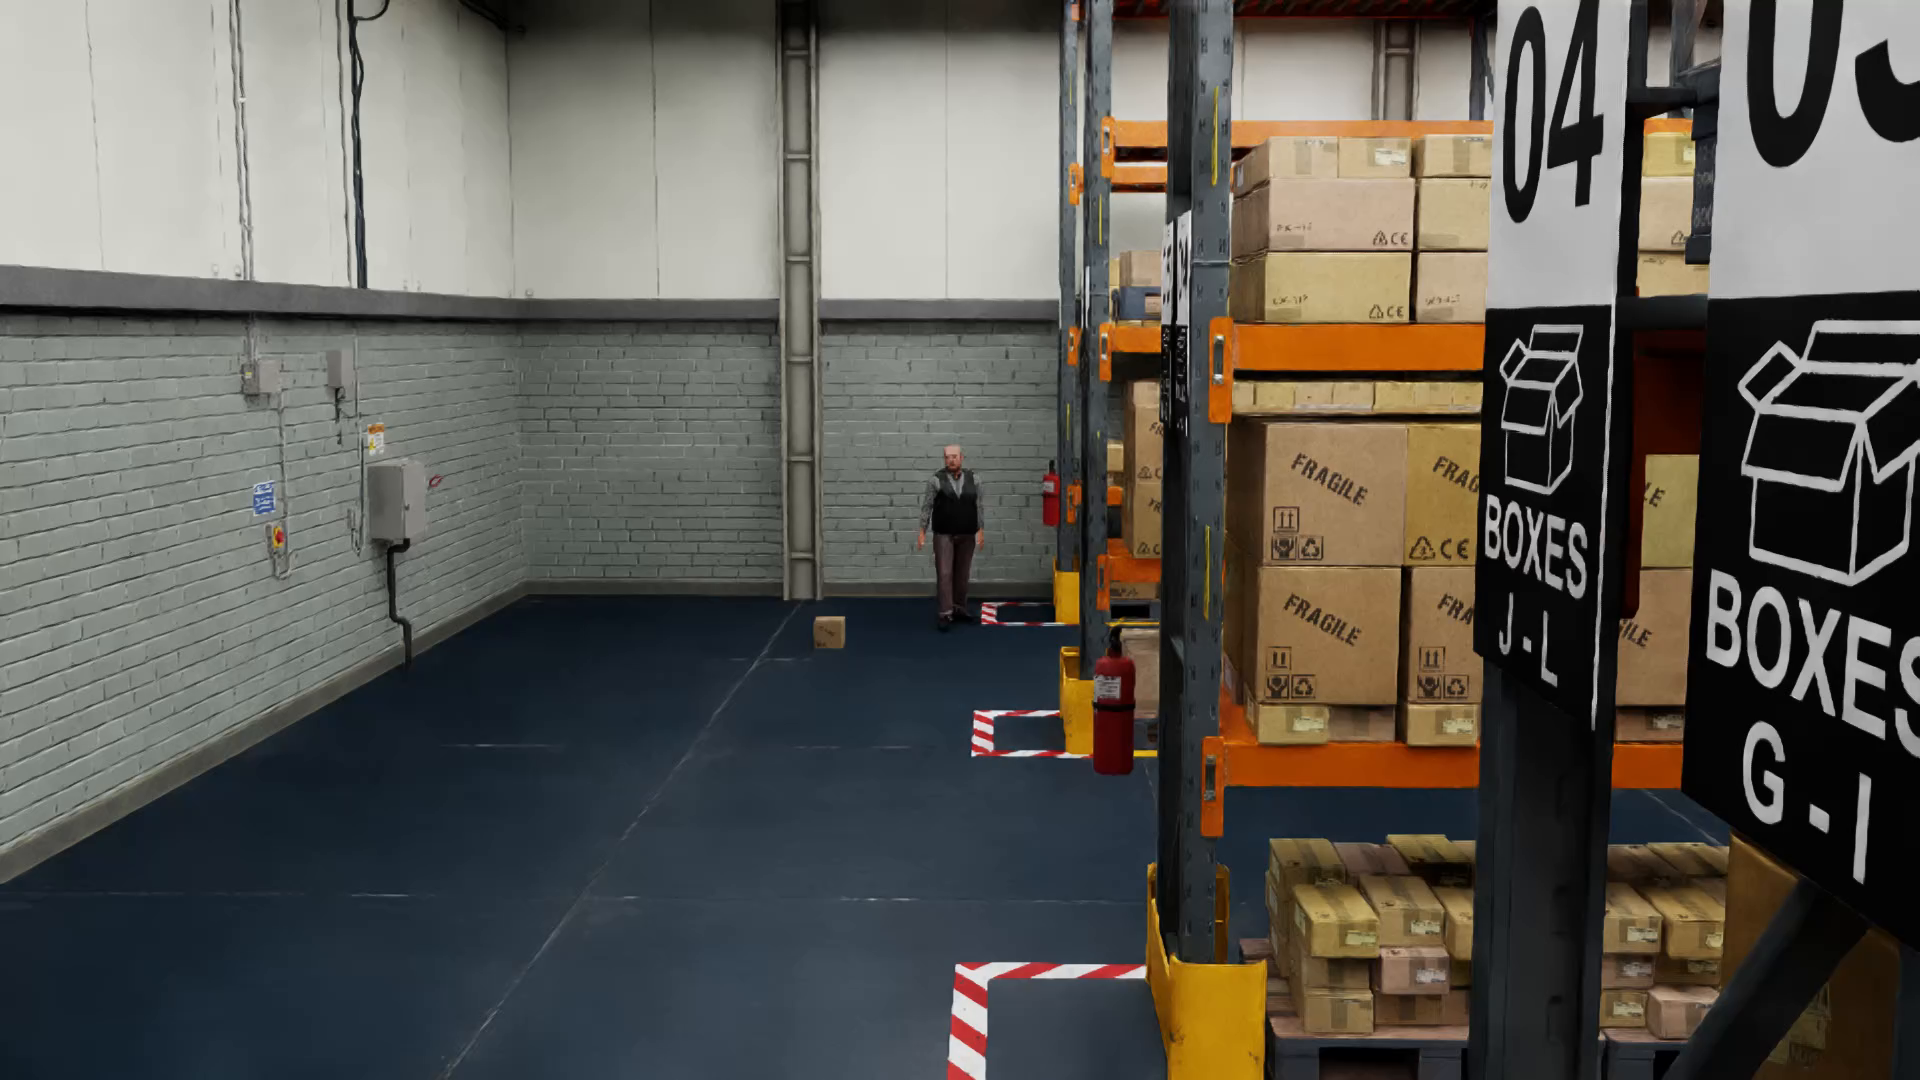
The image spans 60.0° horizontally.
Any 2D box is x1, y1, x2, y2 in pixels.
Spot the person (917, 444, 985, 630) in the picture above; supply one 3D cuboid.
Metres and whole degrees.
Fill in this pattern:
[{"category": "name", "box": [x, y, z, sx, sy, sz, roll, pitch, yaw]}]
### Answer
[{"category": "person", "box": [-0.073, -0.034, 15.588, 0.655, 1.722, 0.630, -2, 7, -17]}]
